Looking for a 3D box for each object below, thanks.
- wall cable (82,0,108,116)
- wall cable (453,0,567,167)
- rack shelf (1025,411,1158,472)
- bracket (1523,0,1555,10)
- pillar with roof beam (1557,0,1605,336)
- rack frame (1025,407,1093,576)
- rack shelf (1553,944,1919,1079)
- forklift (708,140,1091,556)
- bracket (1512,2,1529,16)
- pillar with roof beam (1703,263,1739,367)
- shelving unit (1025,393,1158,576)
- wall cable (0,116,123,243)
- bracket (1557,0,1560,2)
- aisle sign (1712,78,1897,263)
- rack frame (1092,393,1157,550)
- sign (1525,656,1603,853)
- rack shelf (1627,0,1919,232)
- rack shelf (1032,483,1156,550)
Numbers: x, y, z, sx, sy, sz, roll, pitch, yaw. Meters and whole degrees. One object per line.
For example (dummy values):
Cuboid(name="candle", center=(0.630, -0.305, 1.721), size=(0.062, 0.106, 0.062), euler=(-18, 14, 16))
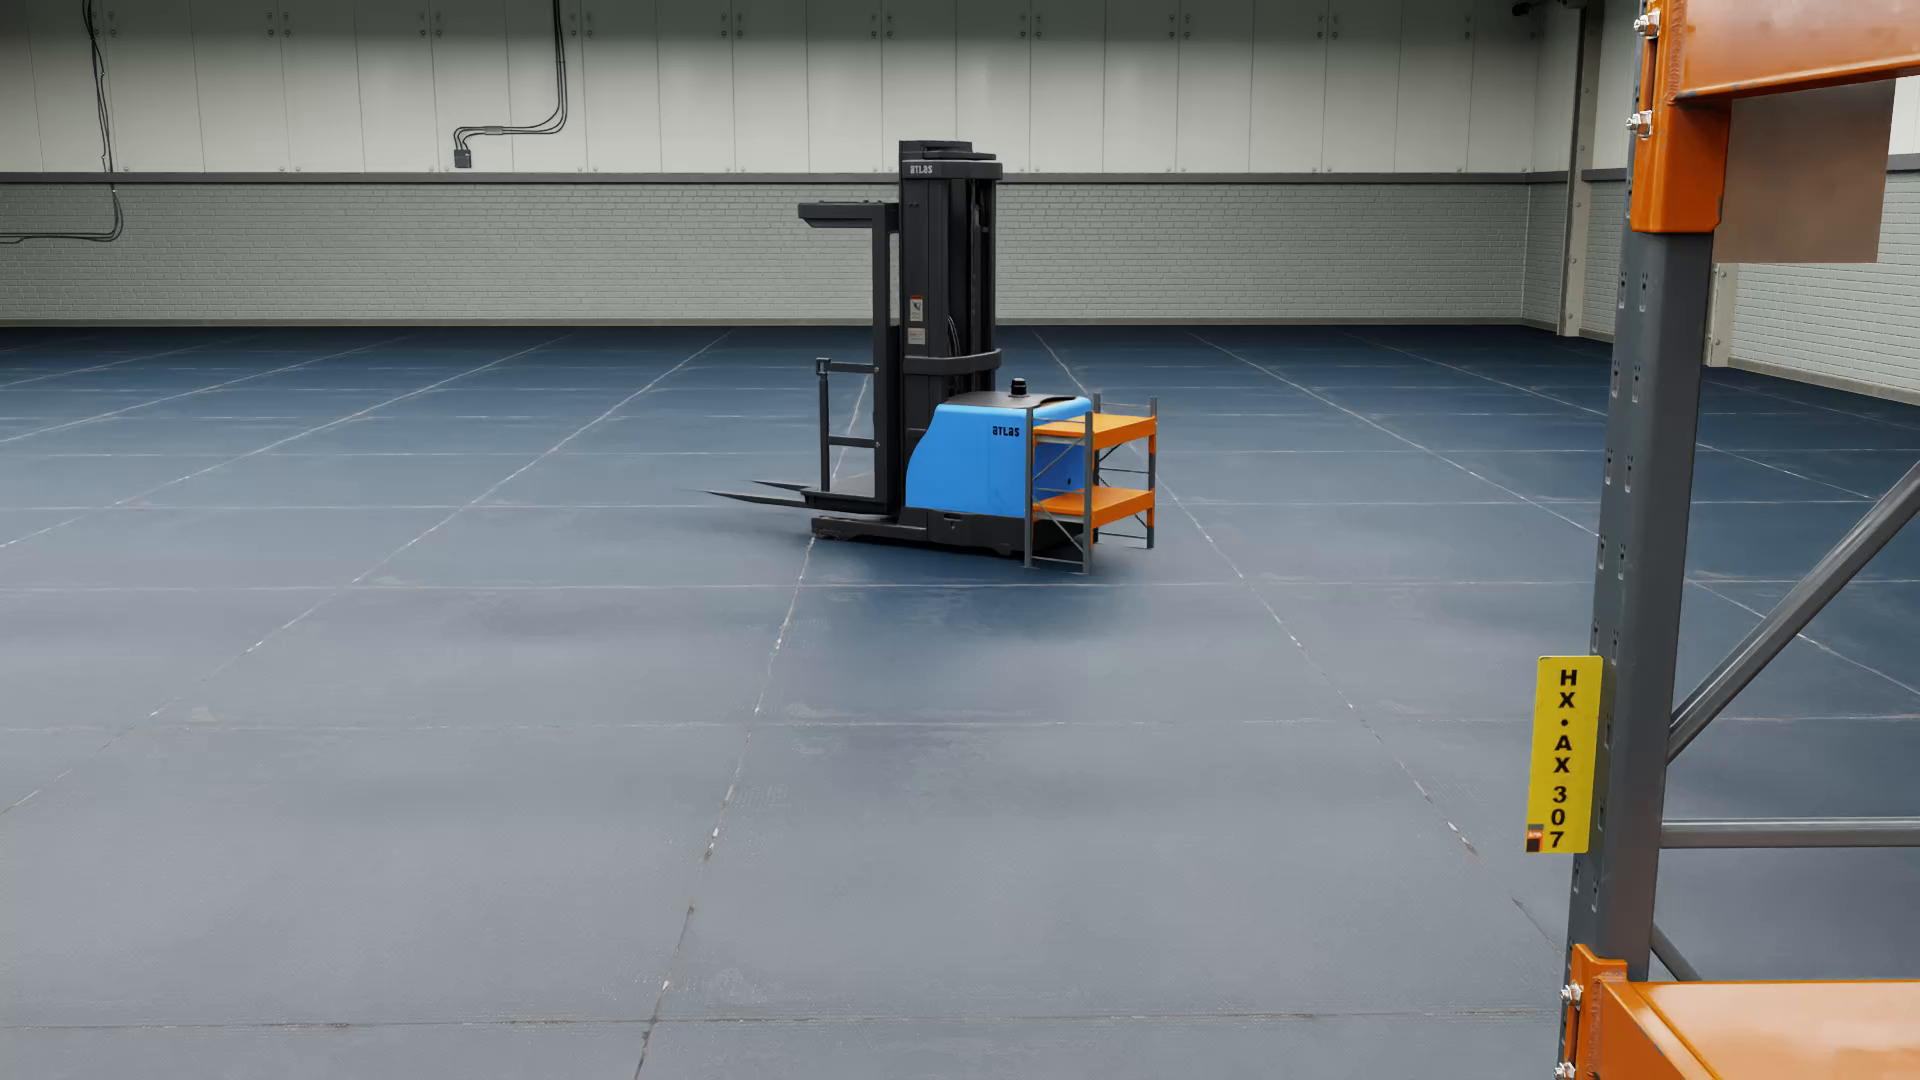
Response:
Cuboid(name="wall cable", center=(-15.857, -9.759, 33.137), size=(3.097, 2.526, 0.112), euler=(0, 11, -1))
Cuboid(name="wall cable", center=(-9.070, -10.497, 33.114), size=(2.305, 6.003, 0.169), euler=(0, 11, -1))
Cuboid(name="rack shelf", center=(0.938, -0.707, 11.744), size=(0.538, 0.278, 1.000), euler=(7, 13, 31))
Cuboid(name="bracket", center=(11.270, -10.532, 32.785), size=(0.076, 0.066, 3.189), euler=(0, 11, -1))
Cuboid(name="pillar with roof beam", center=(7.367, -8.315, 30.913), size=(9.100, 9.000, 0.548), euler=(0, 11, -1))
Cuboid(name="rack frame", center=(0.672, -0.334, 11.378), size=(0.500, 1.125, 0.032), euler=(7, 13, 31))
Cuboid(name="rack shelf", center=(1.548, 1.226, 0.781), size=(1.077, 0.370, 4.000), euler=(0, 11, -1))
Cuboid(name="forklift", center=(-0.544, -1.513, 12.646), size=(3.031, 2.935, 1.130), euler=(6, 13, 29))
Cuboid(name="bracket", center=(11.258, -10.649, 33.363), size=(0.235, 0.232, 0.430), euler=(0, 11, -1))
Cuboid(name="pillar with roof beam", center=(7.491, -7.122, 25.034), size=(9.100, 9.000, 0.400), euler=(0, 11, -1))
Cuboid(name="shelving unit", center=(0.938, -0.421, 11.802), size=(0.538, 1.125, 1.048), euler=(7, 13, 31))
Cuboid(name="wall cable", center=(-18.561, -7.273, 33.584), size=(3.097, 2.526, 0.112), euler=(0, 11, -1))
Cuboid(name="bracket", center=(11.307, -10.178, 31.041), size=(0.235, 0.232, 0.430), euler=(0, 11, -1))
Cuboid(name="aisle sign", center=(1.212, -0.811, 2.475), size=(0.394, 0.787, 0.004), euler=(0, 11, -1))
Cuboid(name="rack frame", center=(1.204, -0.507, 12.227), size=(0.500, 1.125, 0.032), euler=(7, 13, 31))
Cuboid(name="sign", center=(0.956, 0.342, 2.635), size=(0.100, 0.325, 0.005), euler=(0, 11, -1))
Cuboid(name="rack shelf", center=(1.548, -0.244, 0.483), size=(1.077, 0.370, 4.000), euler=(0, 11, -1))
Cuboid(name="rack shelf", center=(0.938, -0.181, 11.851), size=(0.538, 0.278, 1.000), euler=(7, 13, 31))
